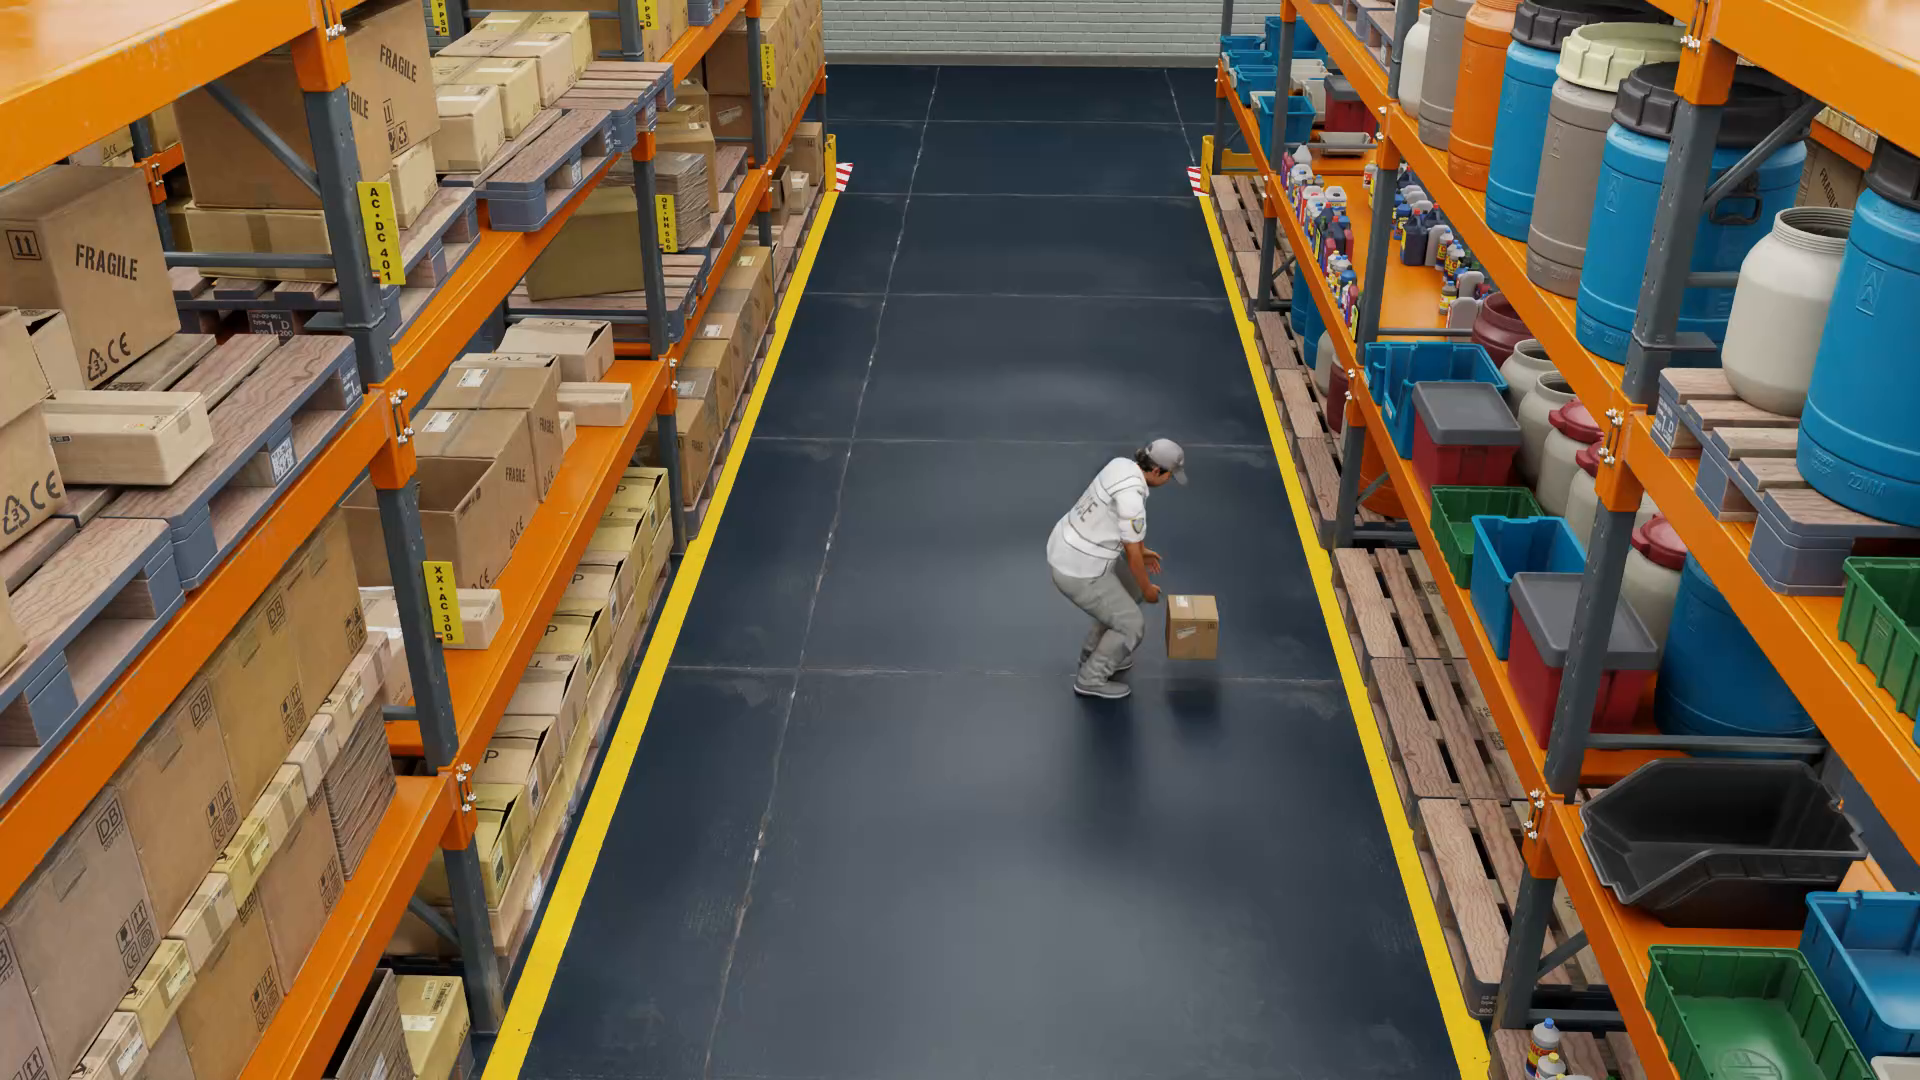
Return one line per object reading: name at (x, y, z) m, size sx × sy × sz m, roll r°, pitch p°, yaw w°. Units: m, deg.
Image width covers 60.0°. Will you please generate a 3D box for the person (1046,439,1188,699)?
person at (0.805, 0.117, 8.687) m, size 0.709 × 1.406 × 0.533 m, roll 1°, pitch 28°, yaw 2°
